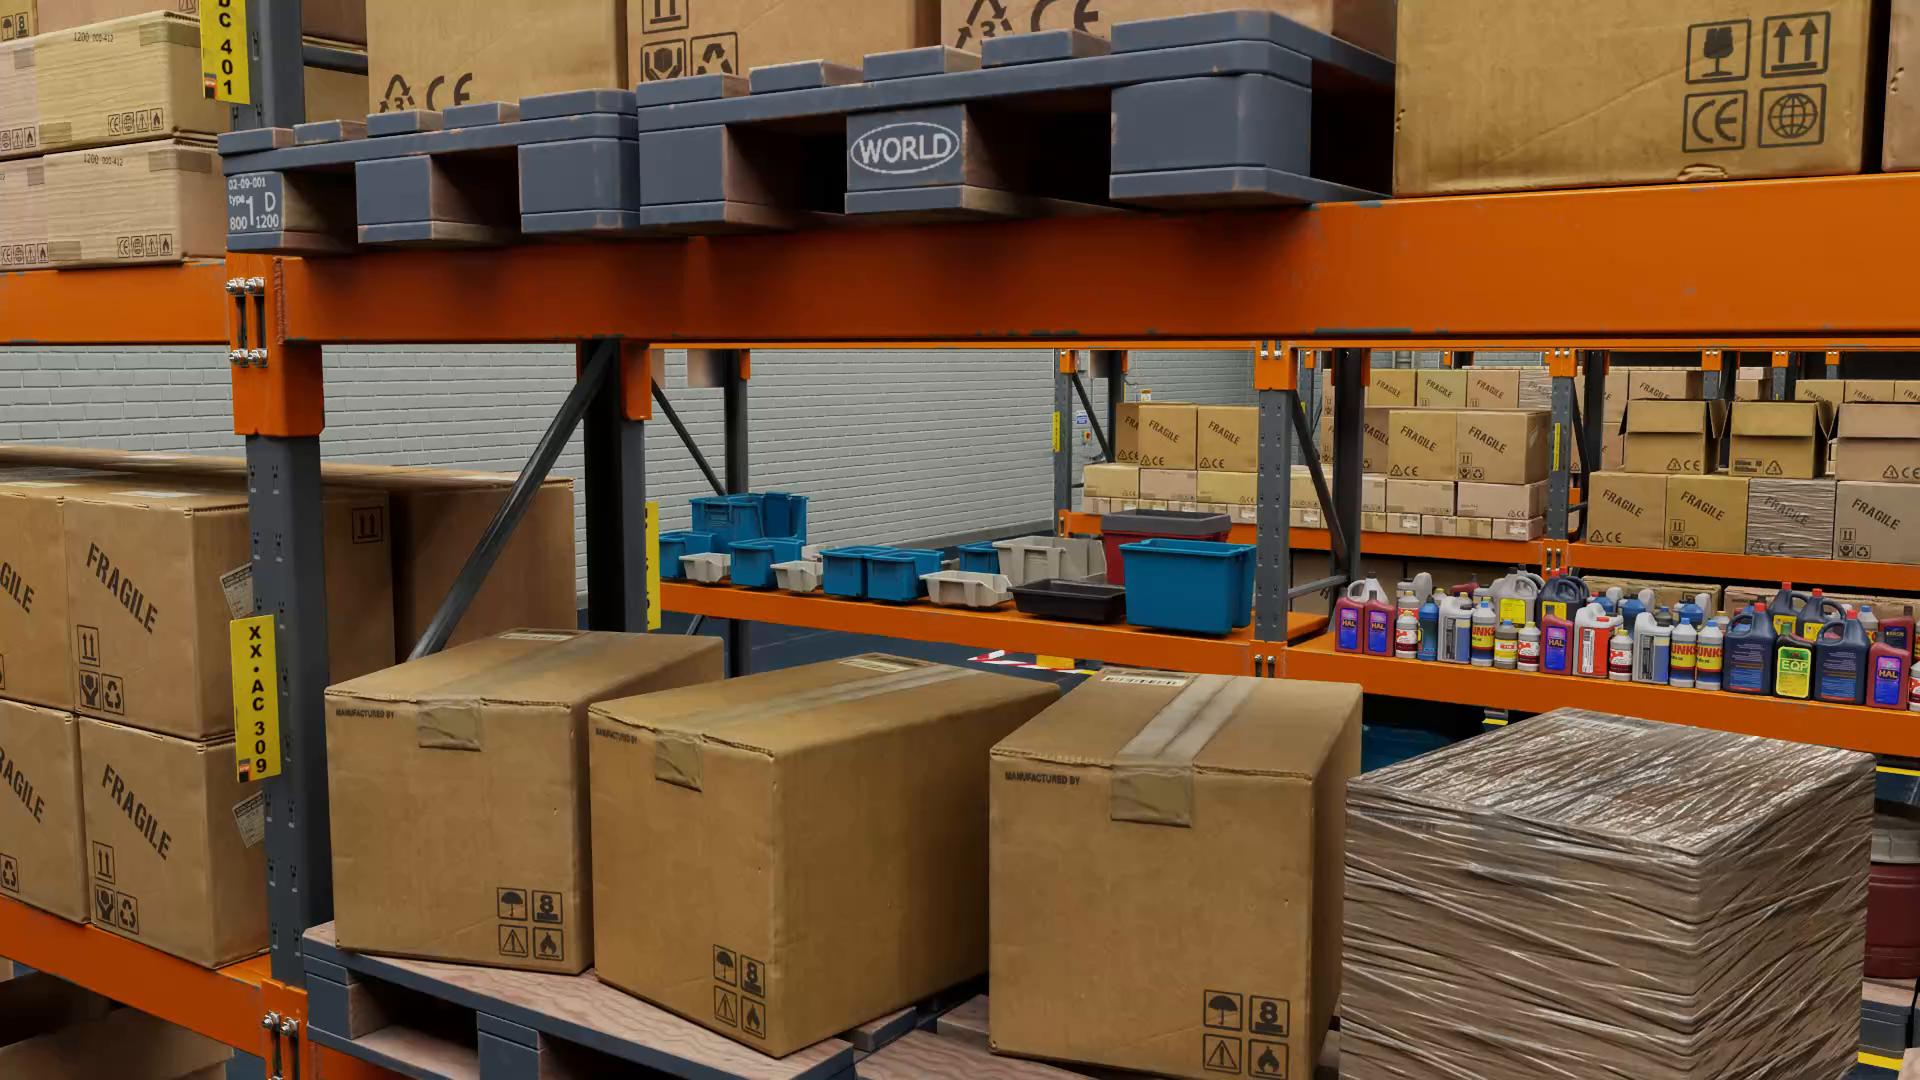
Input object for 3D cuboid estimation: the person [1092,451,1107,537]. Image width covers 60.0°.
[{"bbox_3d":[1.555,-0.122,16.911,0.995,1.633,0.514,2,7,14],"label":"person"}]
